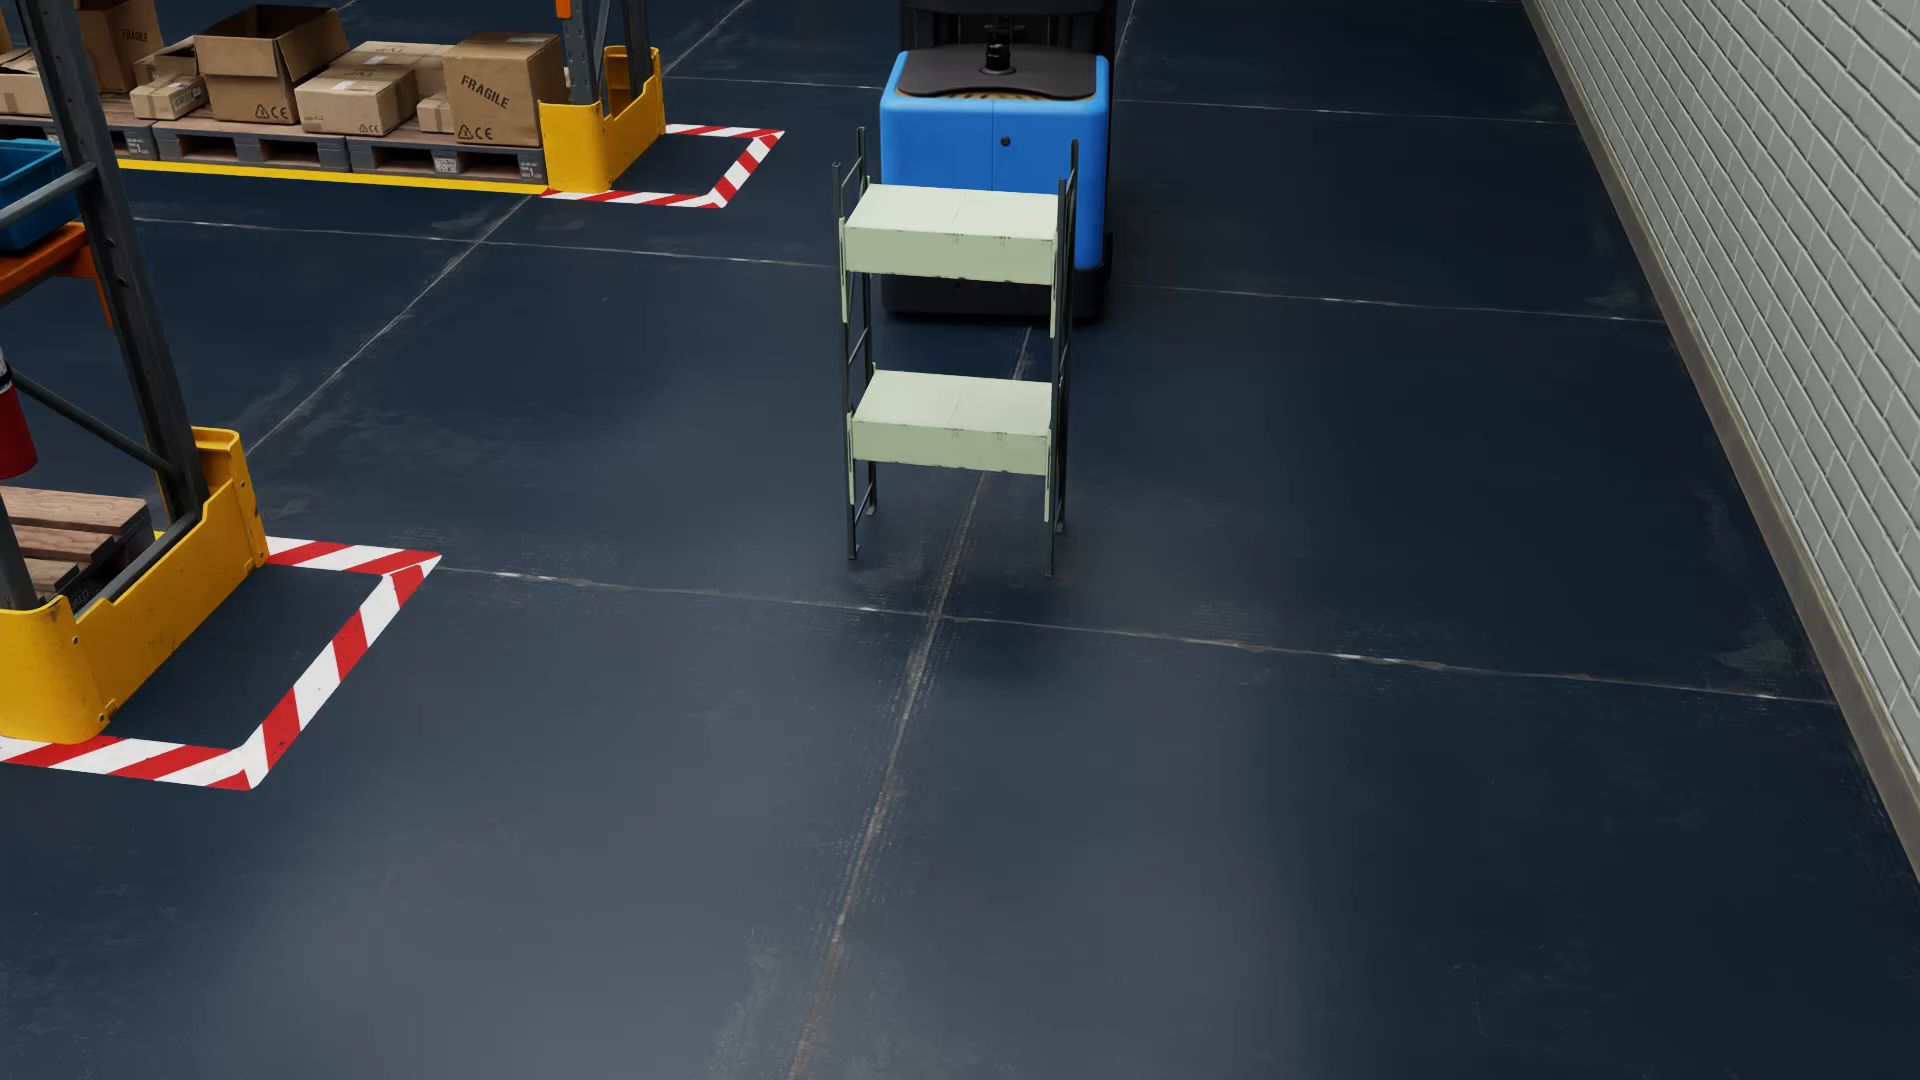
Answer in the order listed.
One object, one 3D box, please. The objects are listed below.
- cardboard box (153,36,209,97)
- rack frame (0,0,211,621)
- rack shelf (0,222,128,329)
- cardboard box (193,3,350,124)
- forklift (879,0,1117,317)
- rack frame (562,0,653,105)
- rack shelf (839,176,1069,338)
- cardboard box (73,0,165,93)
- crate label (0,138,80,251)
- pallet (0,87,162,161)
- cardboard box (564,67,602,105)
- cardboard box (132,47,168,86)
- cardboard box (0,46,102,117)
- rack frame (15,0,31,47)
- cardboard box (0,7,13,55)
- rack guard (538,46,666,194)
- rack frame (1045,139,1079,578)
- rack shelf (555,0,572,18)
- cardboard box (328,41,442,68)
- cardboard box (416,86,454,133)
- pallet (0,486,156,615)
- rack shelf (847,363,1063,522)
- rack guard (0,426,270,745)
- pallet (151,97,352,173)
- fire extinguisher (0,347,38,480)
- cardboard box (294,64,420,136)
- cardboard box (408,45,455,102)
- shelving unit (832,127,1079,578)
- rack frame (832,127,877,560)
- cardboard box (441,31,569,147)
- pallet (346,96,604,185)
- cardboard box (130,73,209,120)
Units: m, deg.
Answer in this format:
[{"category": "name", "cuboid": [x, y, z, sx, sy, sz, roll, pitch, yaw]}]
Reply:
[{"category": "cardboard box", "cuboid": [-4.594, -2.964, 10.278, 0.500, 0.311, 0.500, 5, 32, 8]}, {"category": "rack frame", "cuboid": [-2.837, -0.939, 4.924, 0.127, 3.000, 1.000, 5, 32, 8]}, {"category": "rack shelf", "cuboid": [-4.808, -0.813, 5.400, 4.000, 0.370, 1.077, 5, 32, 8]}, {"category": "cardboard box", "cuboid": [-4.090, -2.850, 9.914, 0.637, 0.503, 0.797, 5, 32, 8]}, {"category": "forklift", "cuboid": [0.257, -3.040, 8.344, 1.130, 2.935, 3.031, 2, 32, 4]}, {"category": "rack frame", "cuboid": [-2.000, -3.530, 9.062, 0.127, 3.000, 1.000, 5, 32, 8]}, {"category": "rack shelf", "cuboid": [-0.007, -0.967, 5.646, 0.720, 0.370, 0.431, 5, 32, 8]}, {"category": "cardboard box", "cuboid": [-5.333, -3.111, 10.335, 0.500, 0.500, 0.500, 5, 32, 8]}, {"category": "crate label", "cuboid": [-3.025, -1.088, 5.262, 0.303, 0.233, 0.416, 5, 32, 8]}, {"category": "pallet", "cuboid": [-5.266, -2.643, 10.273, 1.213, 0.211, 1.003, 5, 32, 8]}, {"category": "cardboard box", "cuboid": [-2.355, -2.725, 10.048, 0.250, 0.149, 0.380, 5, 32, 8]}, {"category": "cardboard box", "cuboid": [-4.954, -2.960, 10.424, 0.250, 0.149, 0.380, 5, 32, 8]}, {"category": "cardboard box", "cuboid": [-5.565, -2.783, 9.988, 0.500, 0.311, 0.500, 5, 32, 8]}, {"category": "rack frame", "cuboid": [-5.943, -3.887, 9.632, 0.127, 3.000, 1.000, 5, 32, 8]}, {"category": "cardboard box", "cuboid": [-6.379, -3.184, 10.451, 0.500, 0.500, 0.500, 4, 32, 6]}, {"category": "rack guard", "cuboid": [-2.075, -2.477, 9.736, 0.348, 0.500, 1.175, 5, 32, 8]}, {"category": "rack frame", "cuboid": [0.354, -0.604, 5.801, 0.023, 1.500, 0.400, 5, 32, 8]}, {"category": "rack shelf", "cuboid": [-3.971, -3.403, 9.538, 4.000, 0.370, 1.077, 5, 32, 8]}, {"category": "cardboard box", "cuboid": [-3.474, -2.837, 10.132, 0.500, 0.250, 0.500, 5, 32, 8]}, {"category": "cardboard box", "cuboid": [-2.961, -2.518, 9.702, 0.250, 0.166, 0.380, 5, 32, 8]}, {"category": "pallet", "cuboid": [-3.643, 0.149, 5.813, 1.213, 0.211, 1.003, 5, 32, 8]}, {"category": "rack shelf", "cuboid": [-0.007, -0.360, 6.026, 0.720, 0.370, 0.431, 5, 32, 8]}, {"category": "rack guard", "cuboid": [-2.811, 0.116, 5.594, 0.348, 0.500, 1.175, 5, 32, 8]}, {"category": "pallet", "cuboid": [-4.060, -2.535, 10.101, 1.213, 0.211, 1.003, 5, 32, 8]}, {"category": "fire extinguisher", "cuboid": [-2.765, -0.497, 4.642, 0.183, 0.674, 0.296, 5, 32, 8]}, {"category": "cardboard box", "cuboid": [-3.509, -2.571, 9.707, 0.500, 0.250, 0.500, 5, 32, 8]}, {"category": "cardboard box", "cuboid": [-2.981, -2.792, 10.061, 0.500, 0.250, 0.500, 5, 32, 8]}, {"category": "shelving unit", "cuboid": [-0.007, -0.636, 5.853, 0.755, 1.500, 0.431, 5, 32, 8]}, {"category": "rack frame", "cuboid": [-0.367, -0.669, 5.905, 0.023, 1.500, 0.400, 5, 32, 8]}, {"category": "cardboard box", "cuboid": [-2.577, -2.576, 9.480, 0.500, 0.500, 0.500, 5, 32, 8]}, {"category": "pallet", "cuboid": [-2.861, -2.425, 9.925, 1.213, 0.211, 1.003, 5, 32, 8]}, {"category": "cardboard box", "cuboid": [-4.711, -2.650, 9.912, 0.250, 0.166, 0.380, 5, 32, 8]}]
